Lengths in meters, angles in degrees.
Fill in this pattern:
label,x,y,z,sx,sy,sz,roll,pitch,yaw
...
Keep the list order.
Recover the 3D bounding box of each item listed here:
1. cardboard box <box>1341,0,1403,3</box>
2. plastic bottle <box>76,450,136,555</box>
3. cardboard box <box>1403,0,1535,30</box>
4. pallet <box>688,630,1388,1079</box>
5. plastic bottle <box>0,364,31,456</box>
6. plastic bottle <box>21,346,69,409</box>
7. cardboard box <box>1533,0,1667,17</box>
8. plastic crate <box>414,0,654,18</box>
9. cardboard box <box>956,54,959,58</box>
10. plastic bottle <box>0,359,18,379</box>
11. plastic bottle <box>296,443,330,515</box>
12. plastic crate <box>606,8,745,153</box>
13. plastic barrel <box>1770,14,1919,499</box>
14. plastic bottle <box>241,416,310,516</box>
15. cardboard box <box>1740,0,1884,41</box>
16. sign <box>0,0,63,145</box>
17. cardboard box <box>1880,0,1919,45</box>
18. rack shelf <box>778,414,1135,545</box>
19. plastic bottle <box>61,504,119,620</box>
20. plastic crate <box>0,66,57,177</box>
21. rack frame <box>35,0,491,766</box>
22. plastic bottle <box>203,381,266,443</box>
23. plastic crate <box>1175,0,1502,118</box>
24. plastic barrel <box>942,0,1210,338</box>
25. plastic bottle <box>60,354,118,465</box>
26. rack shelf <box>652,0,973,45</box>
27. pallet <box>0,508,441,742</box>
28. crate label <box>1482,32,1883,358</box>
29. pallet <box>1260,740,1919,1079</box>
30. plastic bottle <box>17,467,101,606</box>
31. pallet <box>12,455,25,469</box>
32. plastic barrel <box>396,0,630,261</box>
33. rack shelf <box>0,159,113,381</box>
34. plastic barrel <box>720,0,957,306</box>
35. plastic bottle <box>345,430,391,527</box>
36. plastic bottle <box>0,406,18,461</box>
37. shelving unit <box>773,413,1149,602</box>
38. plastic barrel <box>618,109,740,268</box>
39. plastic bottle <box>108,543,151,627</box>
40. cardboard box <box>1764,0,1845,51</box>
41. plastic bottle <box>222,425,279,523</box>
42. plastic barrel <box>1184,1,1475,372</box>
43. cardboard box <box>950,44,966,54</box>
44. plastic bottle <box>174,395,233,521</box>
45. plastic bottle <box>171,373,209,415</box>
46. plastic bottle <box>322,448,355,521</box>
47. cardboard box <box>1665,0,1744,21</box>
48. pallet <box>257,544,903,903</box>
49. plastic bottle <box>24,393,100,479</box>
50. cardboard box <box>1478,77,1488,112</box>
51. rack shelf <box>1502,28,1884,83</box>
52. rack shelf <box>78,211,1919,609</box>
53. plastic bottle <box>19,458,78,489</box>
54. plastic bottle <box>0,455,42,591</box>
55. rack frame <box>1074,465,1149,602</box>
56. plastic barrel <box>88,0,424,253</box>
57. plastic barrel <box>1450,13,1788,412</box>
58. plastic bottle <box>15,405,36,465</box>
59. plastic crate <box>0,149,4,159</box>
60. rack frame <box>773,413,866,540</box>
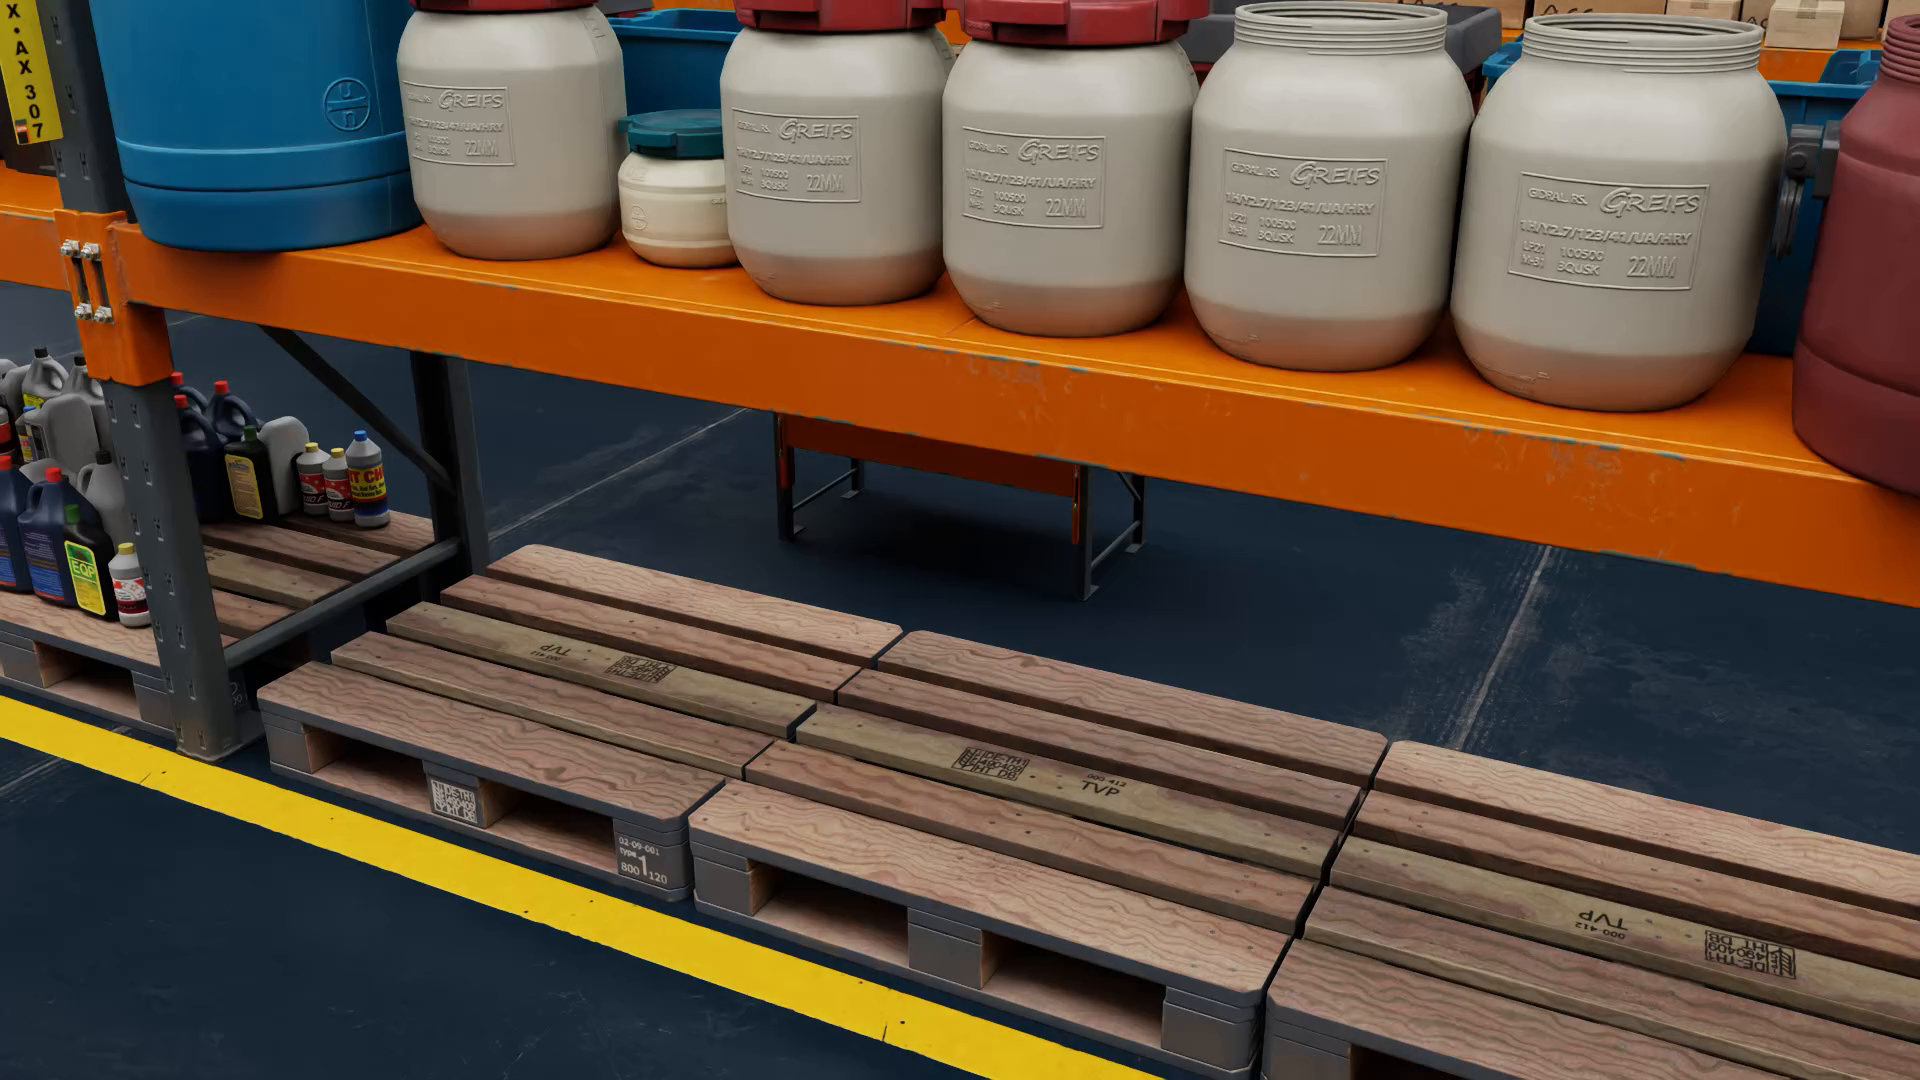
label,x,y,z,sx,sy,sz,roll,pitch,yaw
cardboard box,1.772,-2.565,7.321,0.500,0.500,0.500,13,26,28
plastic bottle,-2.254,-0.071,4.407,0.185,0.351,0.144,11,25,25
cardboard box,2.219,-2.477,7.113,0.500,0.500,0.500,11,25,25
pallet,0.197,0.599,3.572,1.213,0.211,1.003,11,25,25
plastic bottle,-3.011,-0.430,5.346,0.135,0.276,0.152,10,25,23
plastic bottle,-2.861,-0.436,5.266,0.185,0.351,0.144,12,26,27
cardboard box,2.689,-2.384,6.895,0.500,0.500,0.500,10,25,22
plastic crate,-1.044,-1.075,3.863,0.583,0.464,0.402,11,25,25
cardboard box,-0.098,-2.303,8.852,0.500,0.500,0.500,11,25,25
plastic bottle,-3.134,-0.454,5.404,0.135,0.276,0.152,11,26,25
plastic bottle,-1.882,-0.184,4.864,0.097,0.201,0.097,0,23,0
plastic crate,-0.489,-0.931,3.626,0.575,0.384,0.392,11,25,25
plastic barrel,1.405,-0.357,2.082,0.708,0.536,0.600,11,25,25
plastic bottle,-2.002,-0.230,4.877,0.135,0.276,0.152,12,26,26
cardboard box,3.483,-2.232,6.779,0.500,0.311,0.500,11,25,24
sign,-1.872,-0.961,3.324,0.005,0.325,0.100,11,25,25
cardboard box,3.889,-2.086,6.436,0.500,0.311,0.500,13,26,28
rack shelf,0.006,-0.291,5.123,1.000,0.278,0.538,11,25,25
plastic bottle,-2.192,0.054,4.200,0.133,0.283,0.061,13,26,27
plastic crate,-2.024,-1.133,4.160,0.504,0.338,0.767,11,25,25
rack frame,-1.614,-1.024,3.826,0.127,3.000,1.000,11,25,25
plastic bottle,-2.147,-0.295,4.934,0.185,0.351,0.144,12,26,26
plastic crate,0.652,-0.740,3.075,0.583,0.464,0.402,11,25,25
plastic barrel,0.182,-0.635,2.737,0.433,0.535,0.433,0,23,0
plastic bottle,-2.695,-0.404,5.189,0.185,0.351,0.144,11,25,24
rack shelf,-1.161,-2.776,8.863,4.000,0.370,1.077,11,25,25
pallet,-2.195,0.126,4.684,1.213,0.211,1.003,11,25,25
crate label,1.191,-0.604,2.793,0.616,0.435,0.502,11,25,25
pallet,1.282,0.815,3.064,1.213,0.211,1.003,11,25,25
plastic bottle,-2.319,-0.021,4.289,0.185,0.351,0.144,10,25,23
pallet,-3.287,-0.089,5.190,1.213,0.211,1.003,11,25,25
plastic barrel,-0.859,-0.841,3.222,0.433,0.535,0.433,0,23,0
rack shelf,-3.399,-1.046,4.797,4.000,0.370,1.077,11,25,25
plastic barrel,-0.204,-0.712,2.917,0.433,0.535,0.433,0,23,0
plastic bottle,-1.701,-0.181,4.766,0.097,0.271,0.097,0,23,0
plastic bottle,-3.050,-0.349,5.251,0.097,0.201,0.097,0,23,0
shelving unit,0.006,-0.516,5.027,1.048,1.125,0.538,11,25,25
plastic barrel,-0.502,-0.673,3.177,0.301,0.262,0.301,0,23,0
plastic bottle,-2.078,0.106,4.182,0.097,0.201,0.097,0,23,0
cardboard box,3.267,-1.994,6.427,0.250,0.149,0.380,11,25,25
plastic bottle,-2.049,-0.196,4.788,0.133,0.283,0.061,11,25,25
plastic barrel,0.565,-0.551,2.570,0.421,0.512,0.421,0,23,0
cardboard box,-0.137,-4.002,13.702,0.500,0.311,0.500,8,24,19
plastic bottle,-2.212,-0.245,4.816,0.185,0.351,0.144,11,25,25
plastic bottle,-2.316,-0.329,5.012,0.185,0.351,0.144,10,25,22
plastic bottle,-1.791,-0.166,4.822,0.097,0.201,0.097,0,23,0
cardboard box,3.030,-2.137,6.764,0.250,0.149,0.380,13,26,28
pallet,-0.896,0.384,4.077,1.213,0.211,1.003,11,25,25
plastic bottle,-2.739,-0.313,5.071,0.135,0.276,0.152,11,25,25
cardboard box,4.004,-3.339,11.900,0.500,0.500,0.700,11,25,24
rack shelf,2.409,-2.069,7.202,4.000,0.370,1.077,11,25,25
rack shelf,0.171,-0.340,3.136,4.000,0.370,1.077,11,25,25
plastic bottle,-2.446,-0.076,4.515,0.135,0.276,0.152,11,25,25
plastic bottle,-2.490,-0.055,4.368,0.185,0.351,0.144,10,25,22
rack frame,0.460,-0.427,4.816,0.032,1.125,0.500,11,25,25
plastic barrel,-1.406,-1.081,3.318,0.708,0.901,0.600,11,25,25
plastic barrel,0.941,-0.476,2.395,0.421,0.512,0.421,0,23,0
plastic bottle,-2.876,-0.318,5.178,0.097,0.201,0.097,0,23,0
plastic crate,-2.724,-1.056,4.091,0.616,0.251,0.499,11,25,25
rack frame,-0.448,-0.606,5.238,0.032,1.125,0.500,11,25,25
